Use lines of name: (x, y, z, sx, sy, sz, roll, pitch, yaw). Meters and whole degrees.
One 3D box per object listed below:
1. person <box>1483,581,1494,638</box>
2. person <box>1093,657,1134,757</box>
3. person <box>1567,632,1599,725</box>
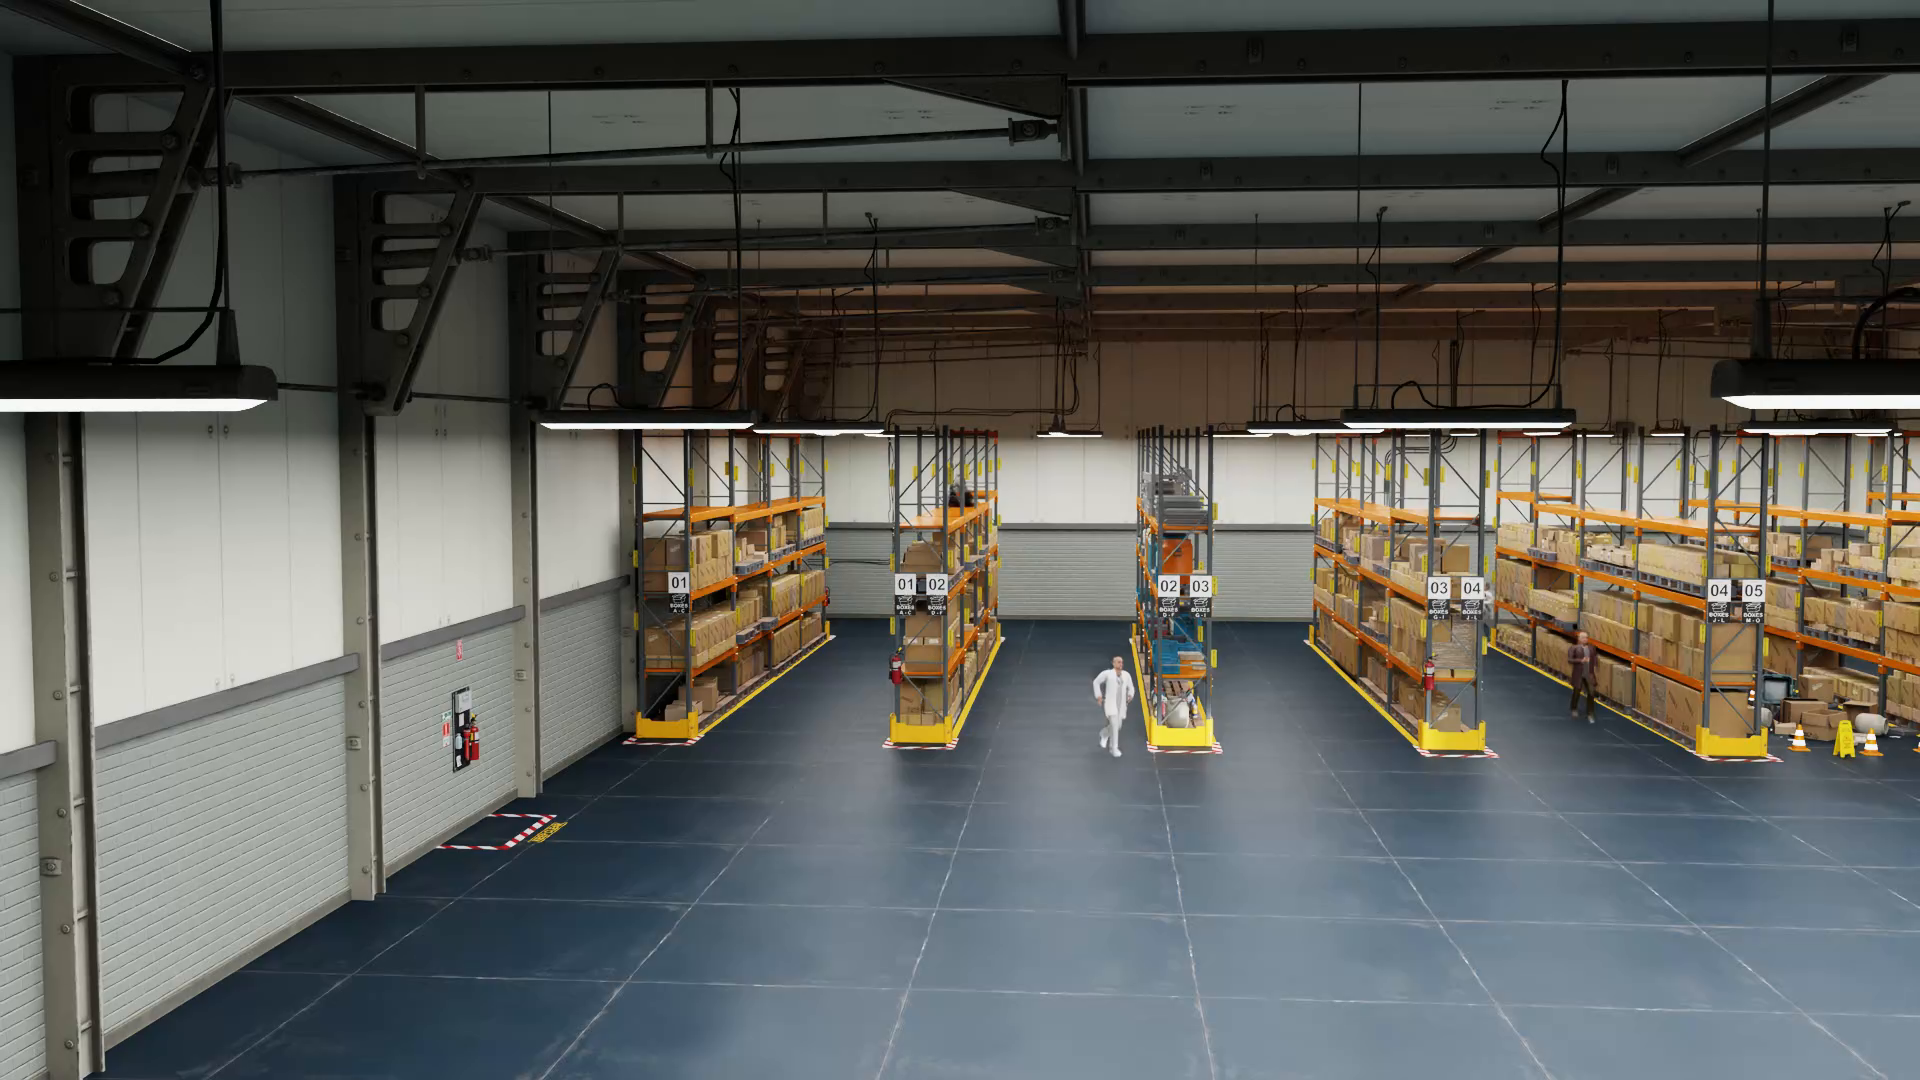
person: (14.966, 2.032, 47.413, 0.852, 1.727, 0.618, -1, 4, -22)
person: (2.857, 3.028, 30.454, 0.751, 1.765, 0.876, -1, 4, -20)
person: (12.685, 2.788, 33.879, 0.679, 1.838, 0.899, 0, 3, 4)
